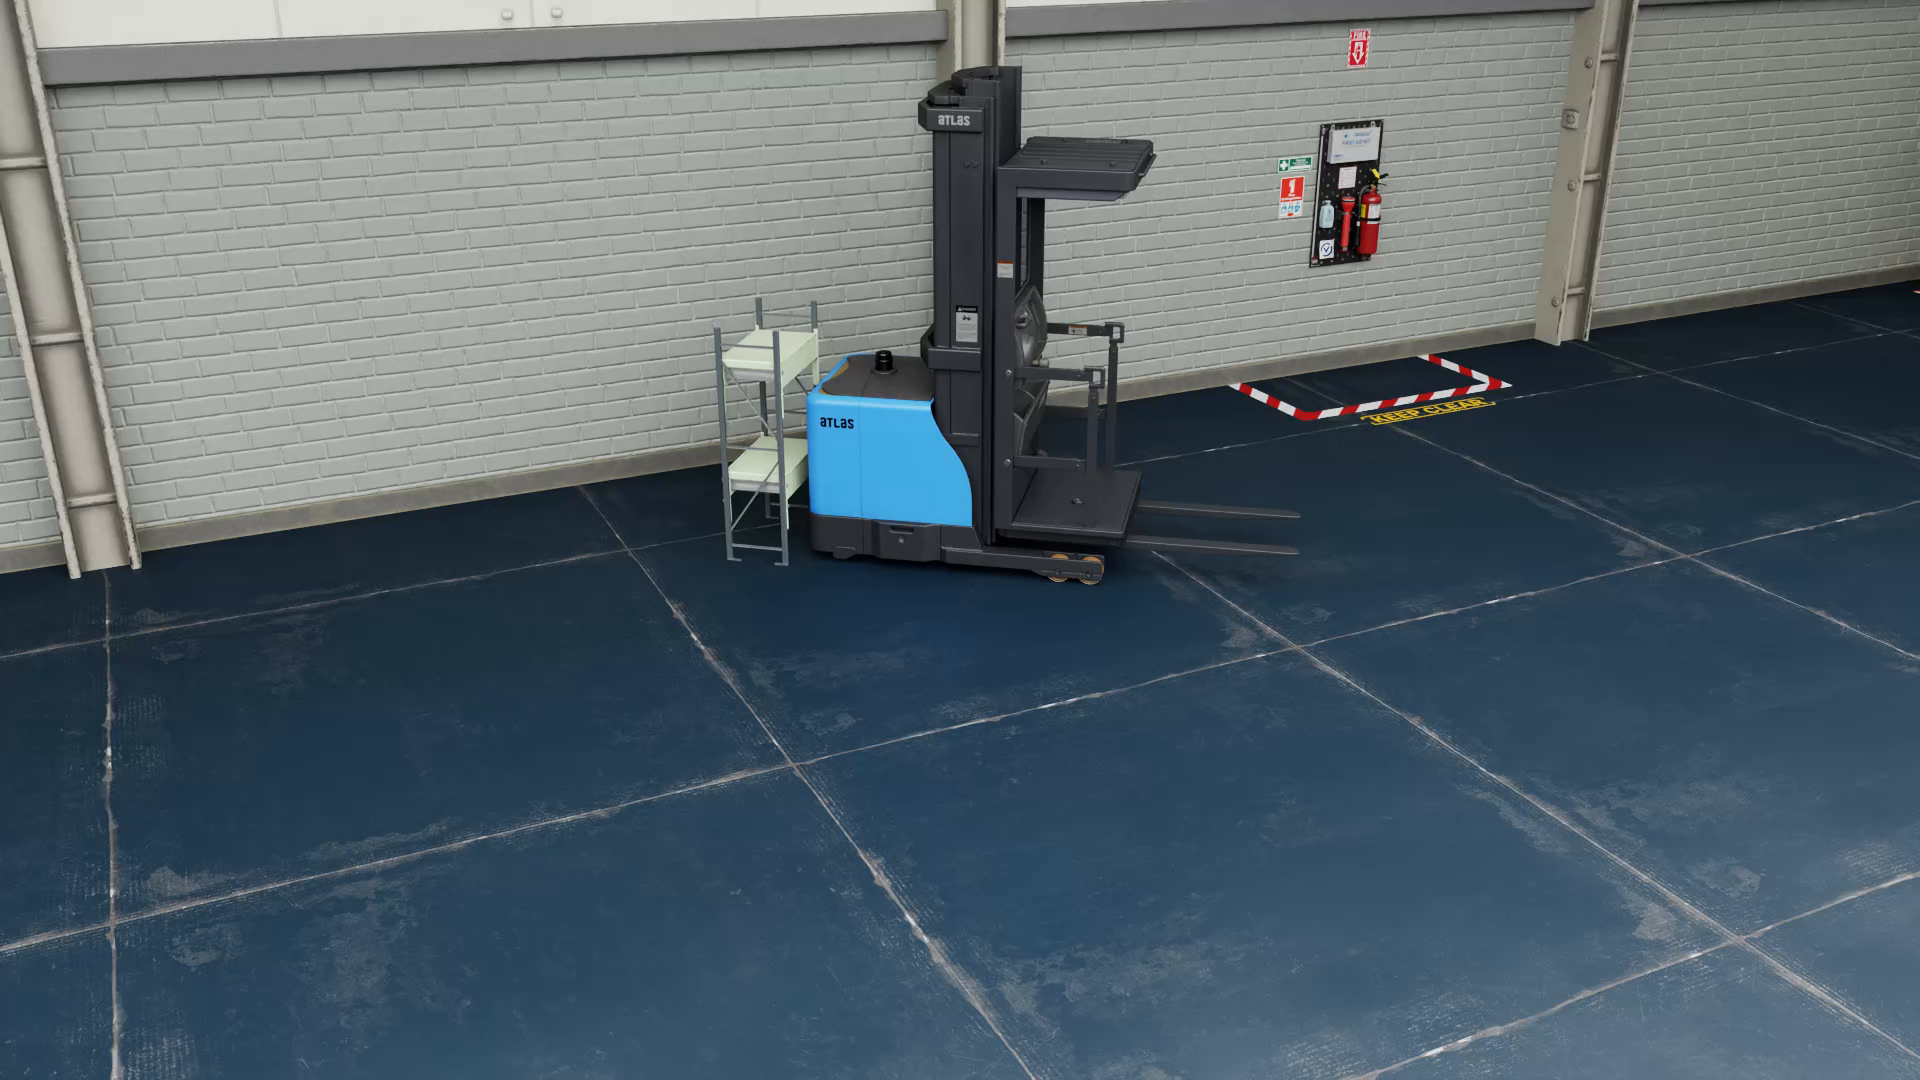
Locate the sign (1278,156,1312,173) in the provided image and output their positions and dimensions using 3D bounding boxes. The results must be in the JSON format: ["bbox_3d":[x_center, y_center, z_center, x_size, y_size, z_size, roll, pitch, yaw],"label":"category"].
[{"bbox_3d":[2.703,-3.031,13.410,0.331,0.109,0.001,-10,25,-24],"label":"sign"}]

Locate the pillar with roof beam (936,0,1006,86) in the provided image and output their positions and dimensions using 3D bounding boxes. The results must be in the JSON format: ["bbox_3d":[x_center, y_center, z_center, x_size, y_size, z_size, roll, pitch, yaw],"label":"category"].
[{"bbox_3d":[1.942,-3.517,7.482,0.400,9.000,9.100,-10,25,-24],"label":"pillar with roof beam"}]

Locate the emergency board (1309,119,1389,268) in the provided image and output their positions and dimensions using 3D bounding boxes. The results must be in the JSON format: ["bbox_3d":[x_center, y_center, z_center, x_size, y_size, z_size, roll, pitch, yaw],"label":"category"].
[{"bbox_3d":[3.238,-2.828,13.659,0.643,1.169,0.194,-10,25,-24],"label":"emergency board"}]

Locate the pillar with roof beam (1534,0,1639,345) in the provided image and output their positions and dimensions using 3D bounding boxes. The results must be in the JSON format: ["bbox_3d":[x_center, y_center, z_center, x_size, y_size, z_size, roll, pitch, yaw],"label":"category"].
[{"bbox_3d":[7.349,-4.513,9.886,0.400,9.000,9.100,-10,25,-24],"label":"pillar with roof beam"}]

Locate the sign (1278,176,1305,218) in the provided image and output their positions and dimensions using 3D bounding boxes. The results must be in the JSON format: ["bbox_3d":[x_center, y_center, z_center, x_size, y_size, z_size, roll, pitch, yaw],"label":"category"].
[{"bbox_3d":[2.695,-2.788,13.517,0.234,0.329,0.001,-10,25,-24],"label":"sign"}]

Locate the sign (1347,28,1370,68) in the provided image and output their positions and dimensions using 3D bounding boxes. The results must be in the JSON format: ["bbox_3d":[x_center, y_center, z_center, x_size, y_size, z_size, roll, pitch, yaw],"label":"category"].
[{"bbox_3d":[3.188,-3.932,13.296,0.199,0.298,0.001,-10,25,-24],"label":"sign"}]

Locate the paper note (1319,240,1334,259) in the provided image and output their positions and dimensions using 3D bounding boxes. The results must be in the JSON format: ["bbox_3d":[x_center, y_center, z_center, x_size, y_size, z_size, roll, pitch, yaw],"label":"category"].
[{"bbox_3d":[3.049,-2.415,13.814,0.142,0.148,0.016,-10,25,-24],"label":"paper note"}]

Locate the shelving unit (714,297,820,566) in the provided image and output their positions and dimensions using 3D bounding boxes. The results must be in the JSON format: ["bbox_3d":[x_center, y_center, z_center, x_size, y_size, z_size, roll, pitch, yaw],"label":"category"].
[{"bbox_3d":[-1.182,-0.689,10.454,0.431,1.500,0.755,5,23,12],"label":"shelving unit"}]

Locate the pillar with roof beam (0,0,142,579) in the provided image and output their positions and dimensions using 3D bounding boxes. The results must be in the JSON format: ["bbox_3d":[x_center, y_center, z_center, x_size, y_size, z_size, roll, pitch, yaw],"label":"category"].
[{"bbox_3d":[-3.464,-2.522,5.077,0.400,9.000,9.100,-10,25,-24],"label":"pillar with roof beam"}]

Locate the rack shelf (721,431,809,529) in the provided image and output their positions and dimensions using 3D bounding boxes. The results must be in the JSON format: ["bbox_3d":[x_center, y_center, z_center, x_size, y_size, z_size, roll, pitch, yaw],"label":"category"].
[{"bbox_3d":[-1.182,-0.388,10.578,0.431,0.370,0.720,5,23,12],"label":"rack shelf"}]

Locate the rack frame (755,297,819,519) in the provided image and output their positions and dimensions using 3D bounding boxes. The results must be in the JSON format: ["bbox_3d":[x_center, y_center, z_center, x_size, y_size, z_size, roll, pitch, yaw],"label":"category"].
[{"bbox_3d":[-1.099,-0.825,10.783,0.400,1.500,0.023,5,23,12],"label":"rack frame"}]

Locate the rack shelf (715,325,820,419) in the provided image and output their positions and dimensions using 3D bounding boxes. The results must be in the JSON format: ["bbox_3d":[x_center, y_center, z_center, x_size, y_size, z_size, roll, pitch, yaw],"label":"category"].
[{"bbox_3d":[-1.182,-1.050,10.304,0.431,0.370,0.720,5,23,12],"label":"rack shelf"}]

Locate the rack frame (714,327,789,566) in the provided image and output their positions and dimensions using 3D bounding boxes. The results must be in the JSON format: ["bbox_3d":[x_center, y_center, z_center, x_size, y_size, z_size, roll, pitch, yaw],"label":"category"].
[{"bbox_3d":[-1.265,-0.553,10.124,0.400,1.500,0.023,5,23,12],"label":"rack frame"}]

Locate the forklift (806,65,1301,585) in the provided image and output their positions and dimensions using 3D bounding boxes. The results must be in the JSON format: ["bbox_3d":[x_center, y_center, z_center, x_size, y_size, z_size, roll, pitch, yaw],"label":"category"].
[{"bbox_3d":[0.618,-1.306,10.072,3.031,2.935,1.130,4,23,11],"label":"forklift"}]
